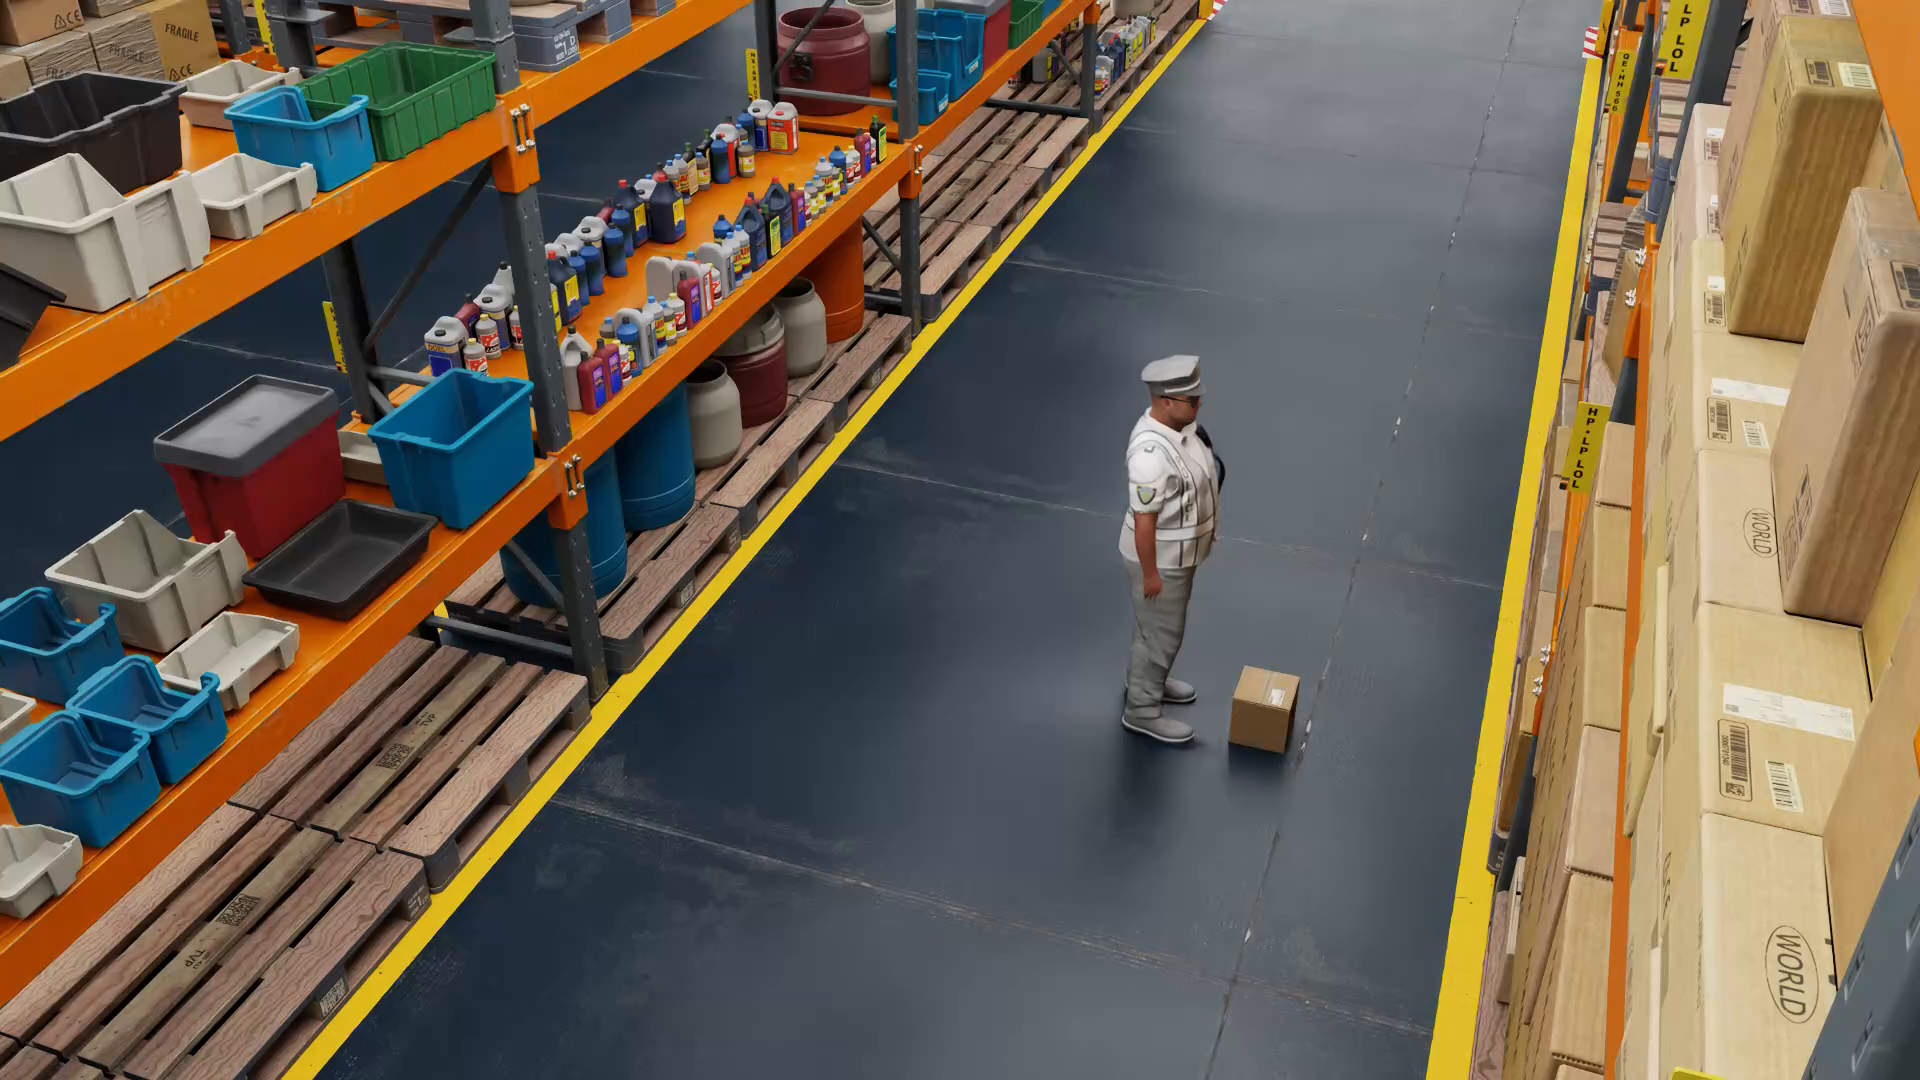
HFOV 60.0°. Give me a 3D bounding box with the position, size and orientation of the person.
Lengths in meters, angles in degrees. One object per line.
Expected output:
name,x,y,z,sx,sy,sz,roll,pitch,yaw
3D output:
person,0.899,0.030,7.084,0.416,1.771,0.542,12,35,17
